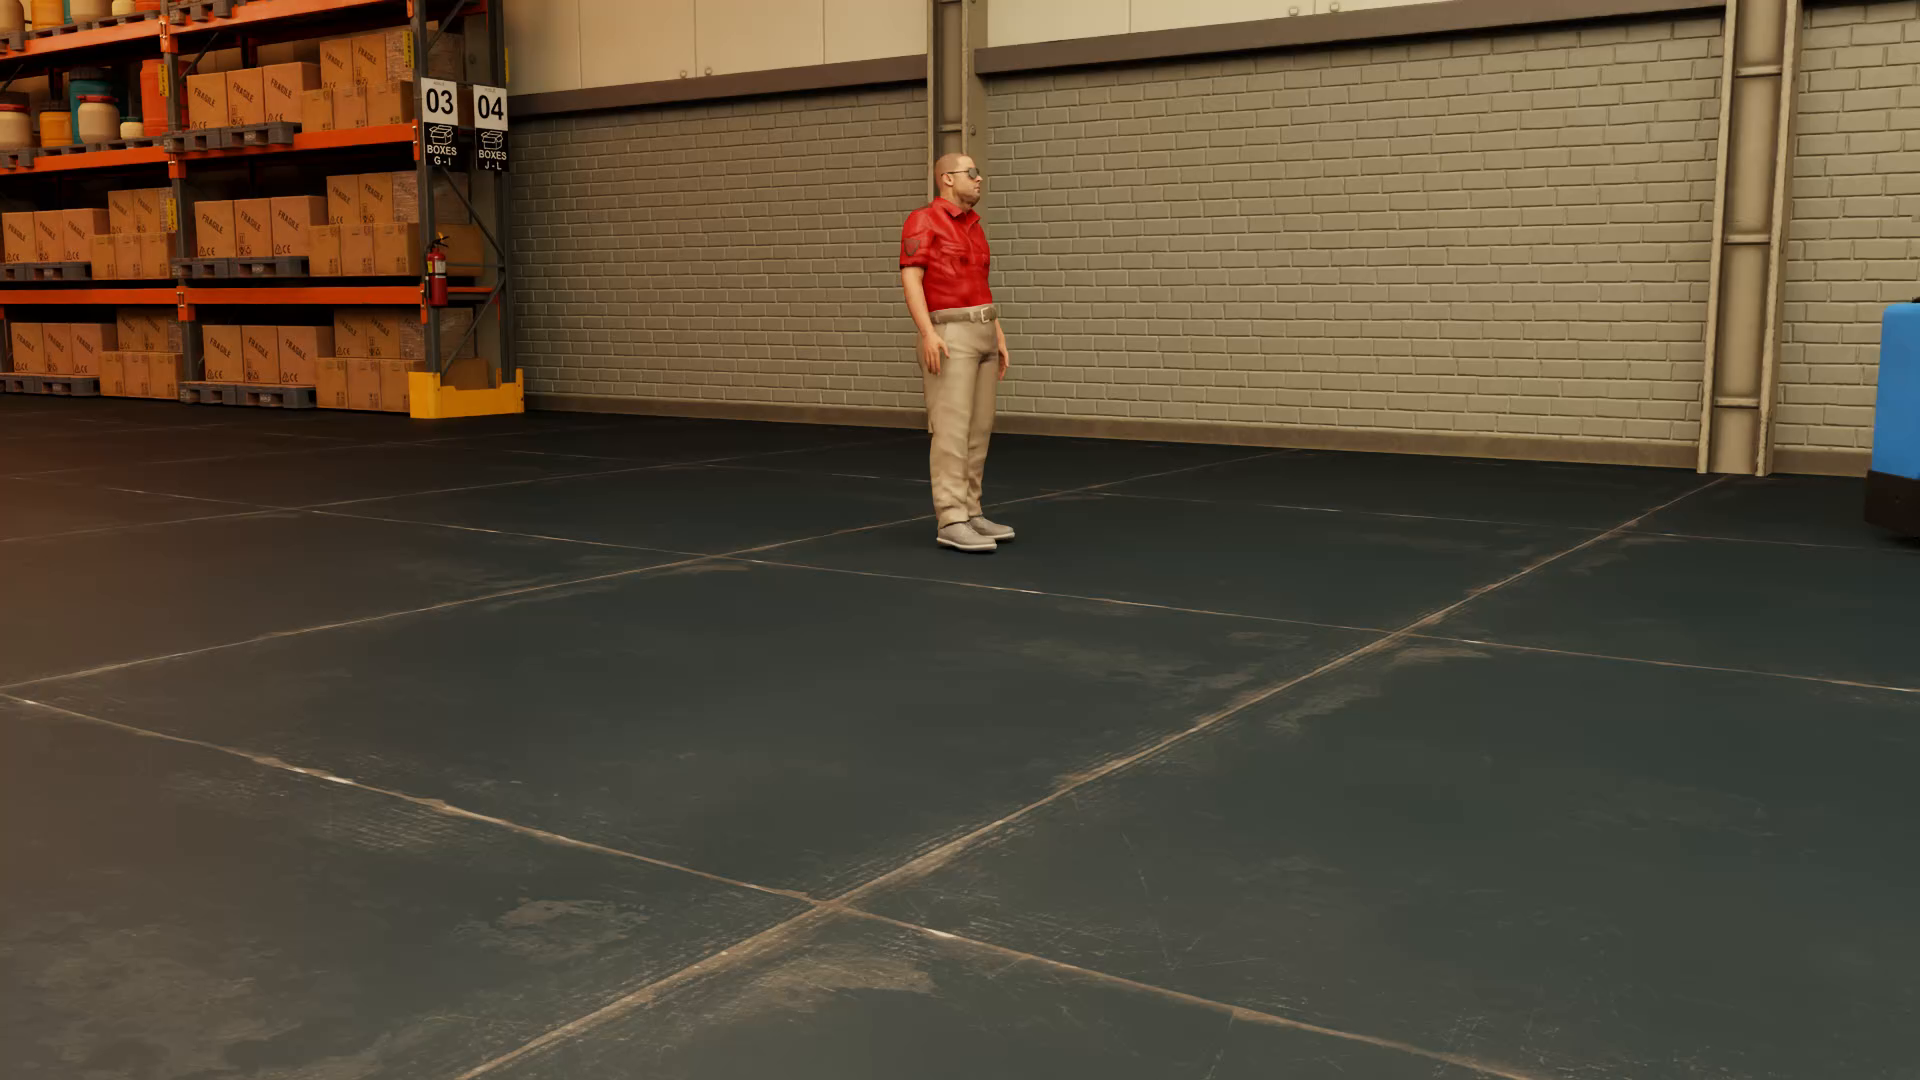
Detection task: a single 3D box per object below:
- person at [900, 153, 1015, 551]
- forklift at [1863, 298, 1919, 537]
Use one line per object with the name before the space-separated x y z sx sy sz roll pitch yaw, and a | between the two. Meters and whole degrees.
person | 0.067 -0.854 7.421 0.551 1.727 0.640 5 10 34
forklift | 5.660 -1.389 6.959 3.031 2.935 1.130 1 8 4
